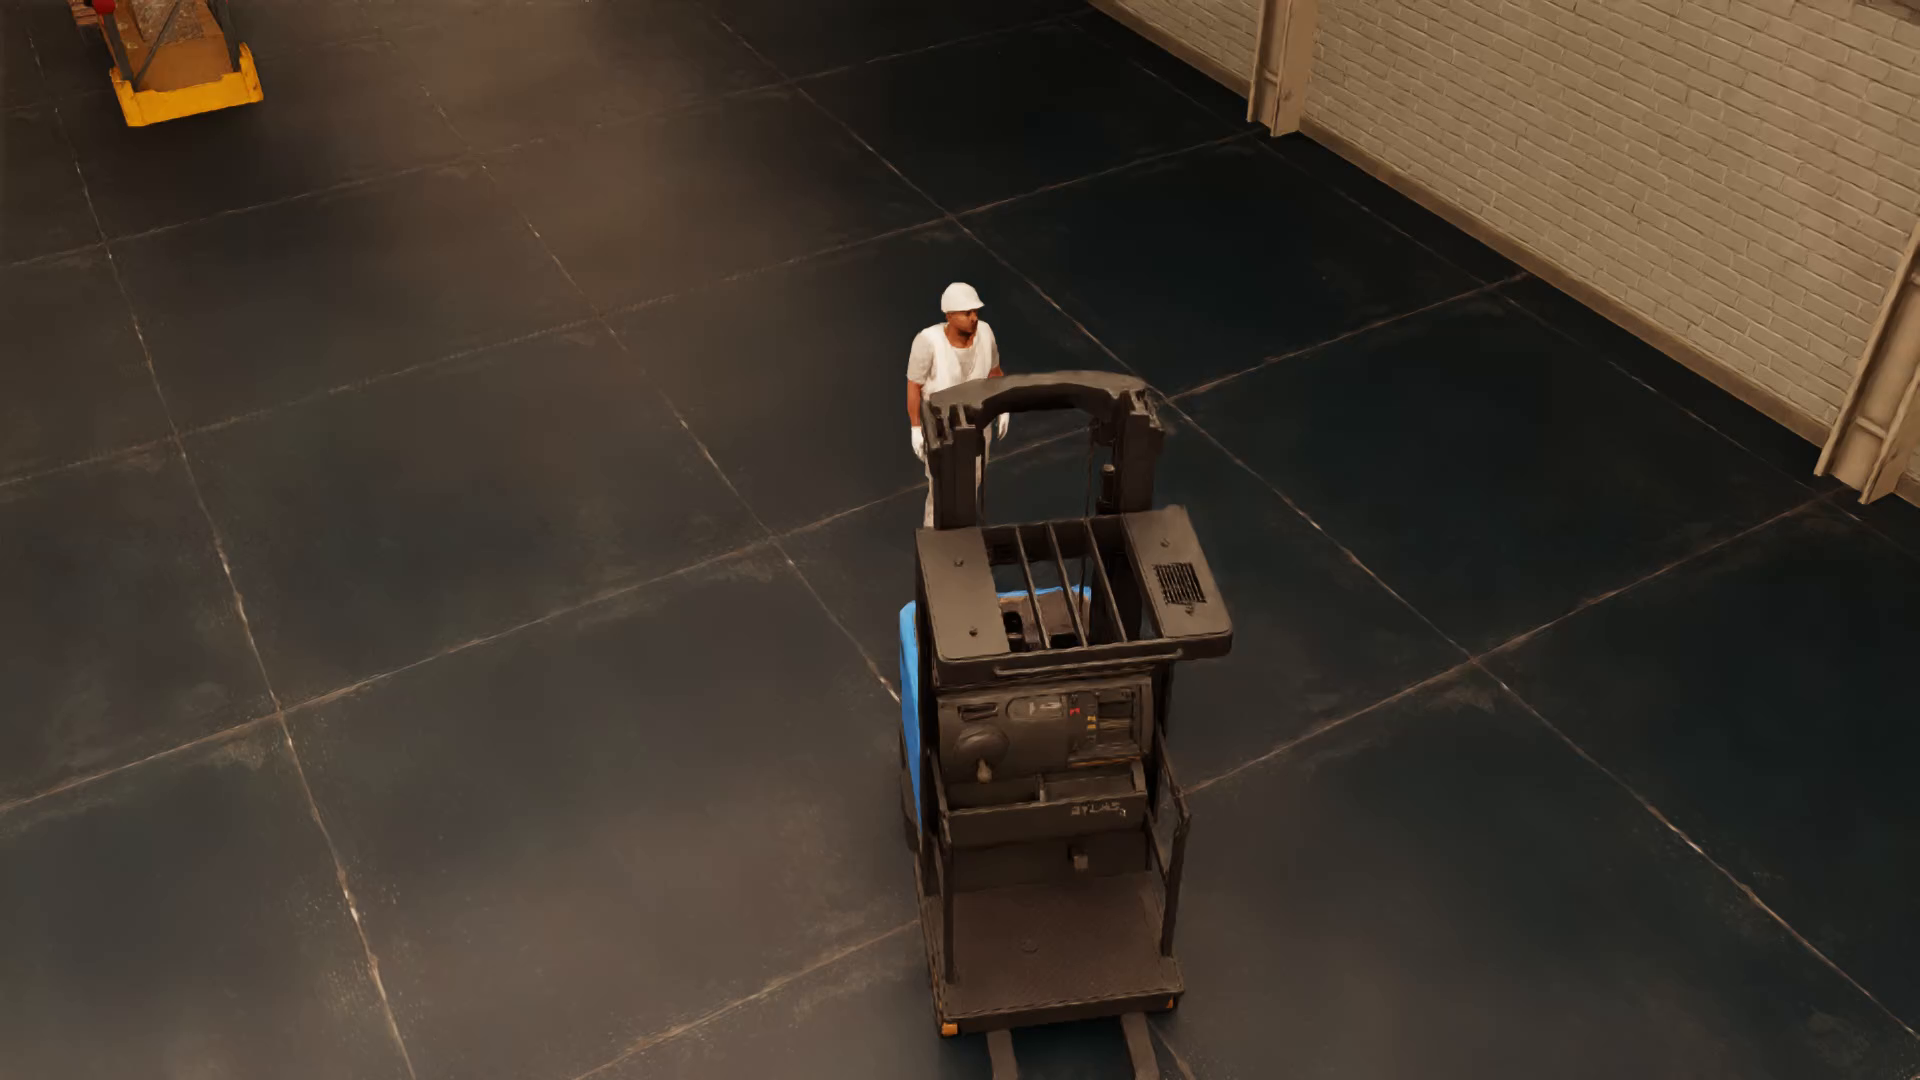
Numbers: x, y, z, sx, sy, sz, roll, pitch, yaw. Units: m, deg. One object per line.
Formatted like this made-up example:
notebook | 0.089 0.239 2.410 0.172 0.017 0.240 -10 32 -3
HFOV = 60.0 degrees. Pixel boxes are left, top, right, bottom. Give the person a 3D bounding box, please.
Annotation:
person | 0.029 -0.649 9.707 0.655 1.782 0.576 -20 44 -23

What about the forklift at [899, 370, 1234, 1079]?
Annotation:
forklift | 0.401 0.888 6.965 1.130 2.935 3.031 -5 40 -6
